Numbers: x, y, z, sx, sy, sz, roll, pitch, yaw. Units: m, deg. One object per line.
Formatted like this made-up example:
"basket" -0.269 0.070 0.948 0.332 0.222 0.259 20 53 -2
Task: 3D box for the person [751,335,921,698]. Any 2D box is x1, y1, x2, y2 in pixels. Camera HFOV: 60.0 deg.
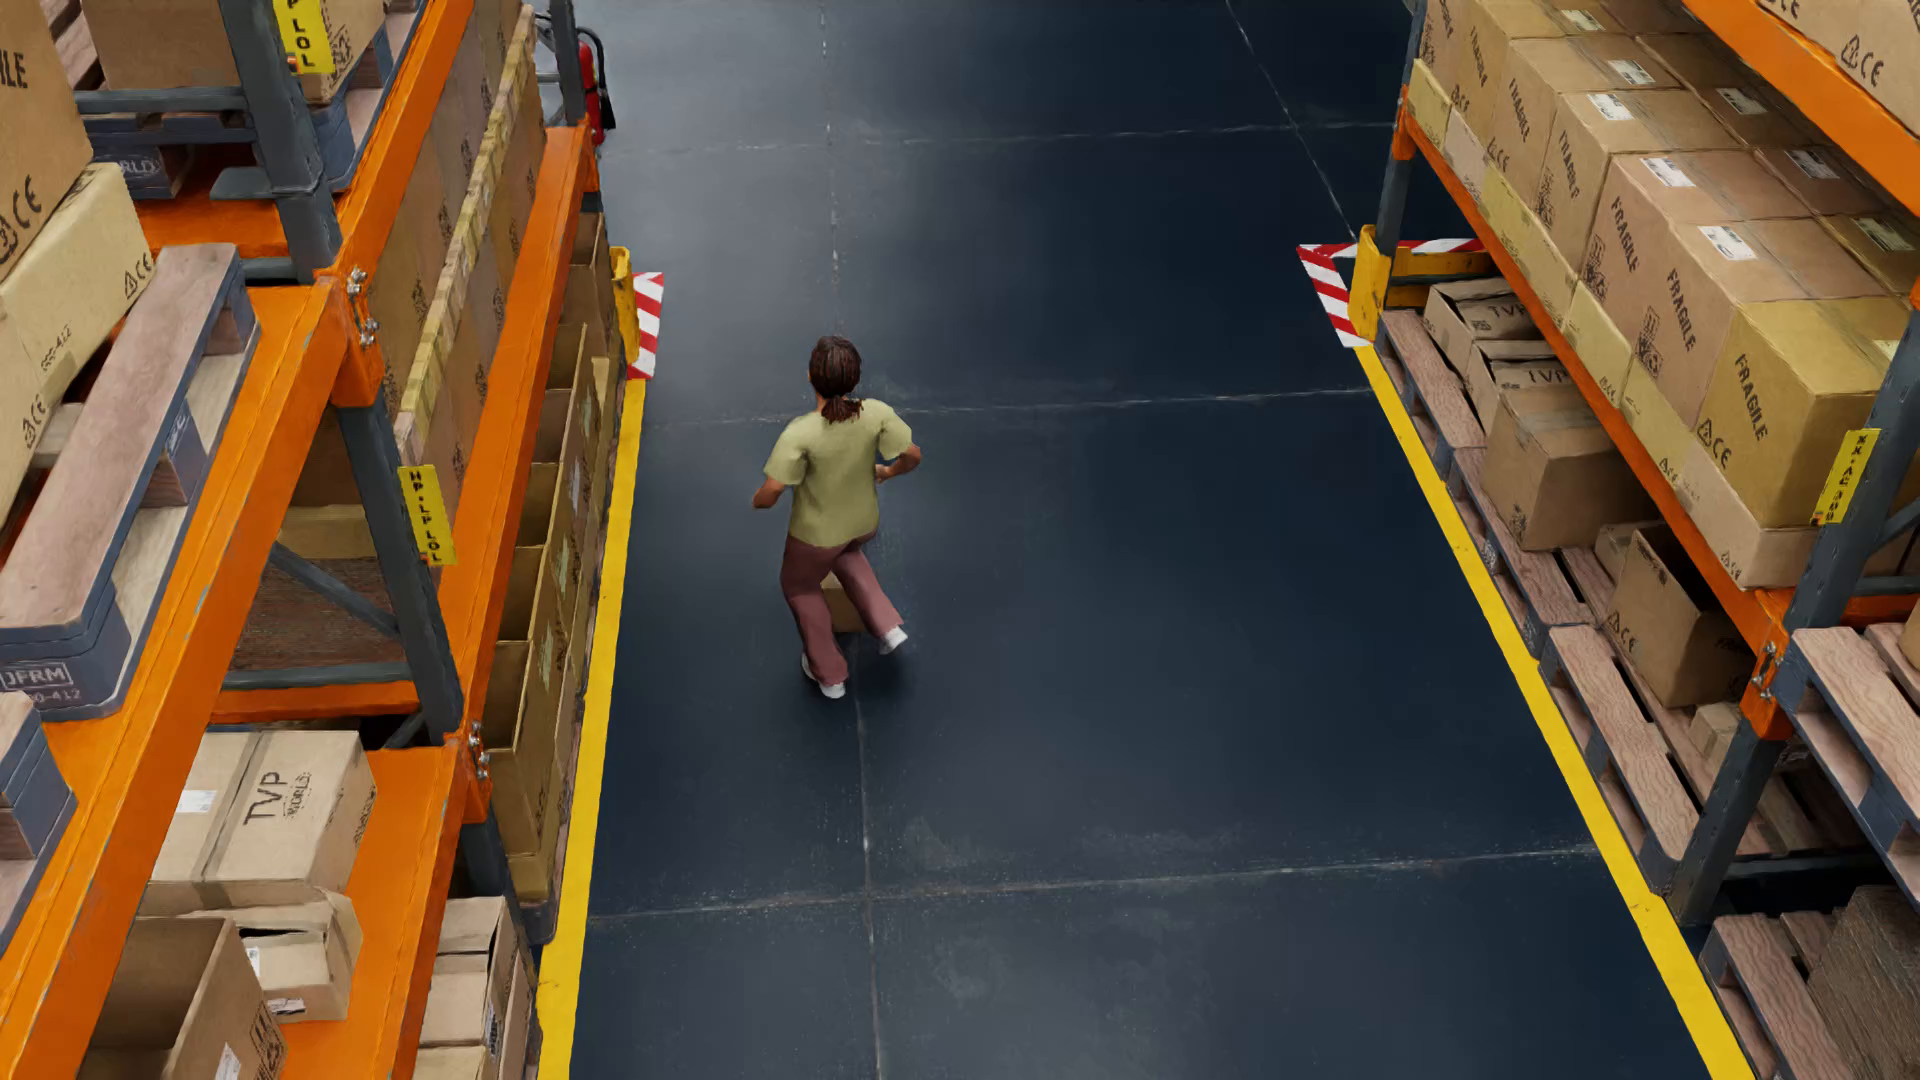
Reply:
"person" -0.513 0.010 6.368 0.636 1.395 0.475 -25 45 -27
